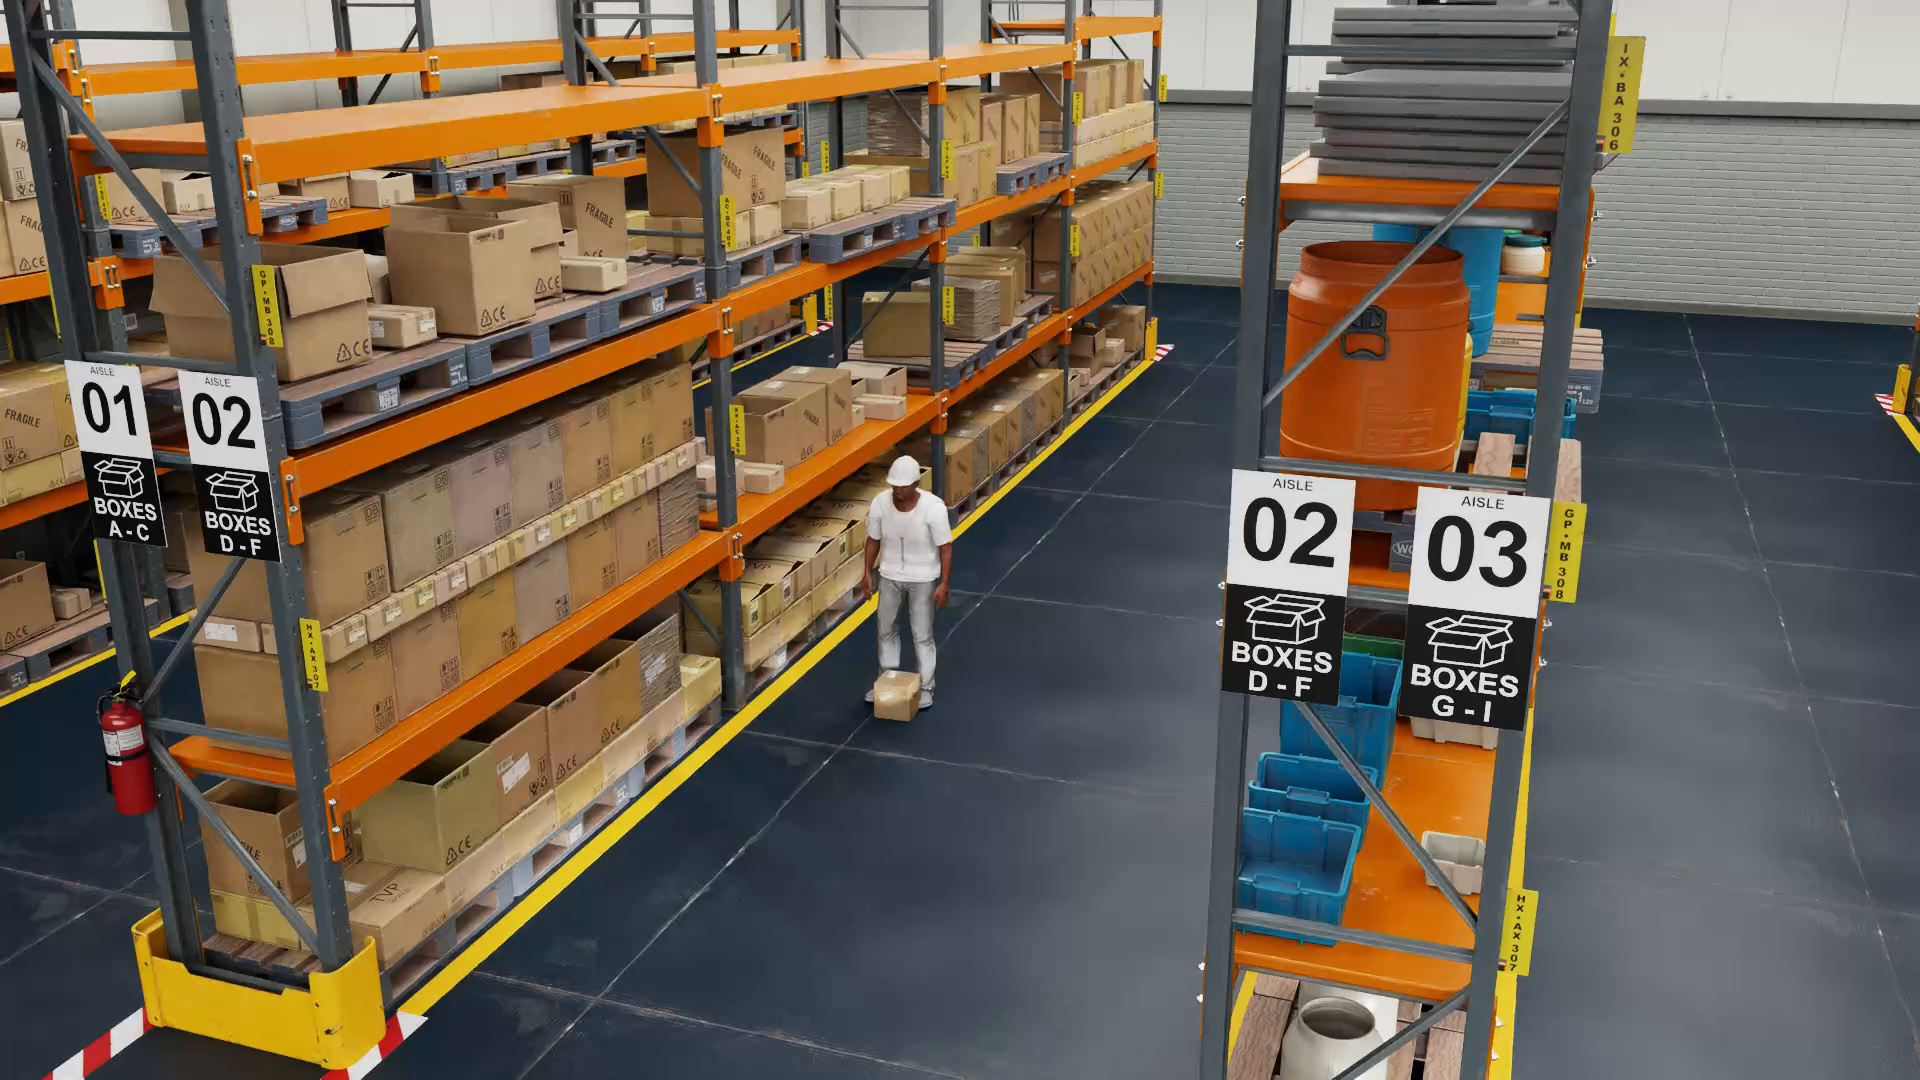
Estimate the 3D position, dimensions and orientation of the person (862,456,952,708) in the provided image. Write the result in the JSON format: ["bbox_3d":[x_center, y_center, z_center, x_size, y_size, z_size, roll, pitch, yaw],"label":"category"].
[{"bbox_3d":[-0.362,0.268,11.230,0.627,1.761,0.456,6,20,19],"label":"person"}]
